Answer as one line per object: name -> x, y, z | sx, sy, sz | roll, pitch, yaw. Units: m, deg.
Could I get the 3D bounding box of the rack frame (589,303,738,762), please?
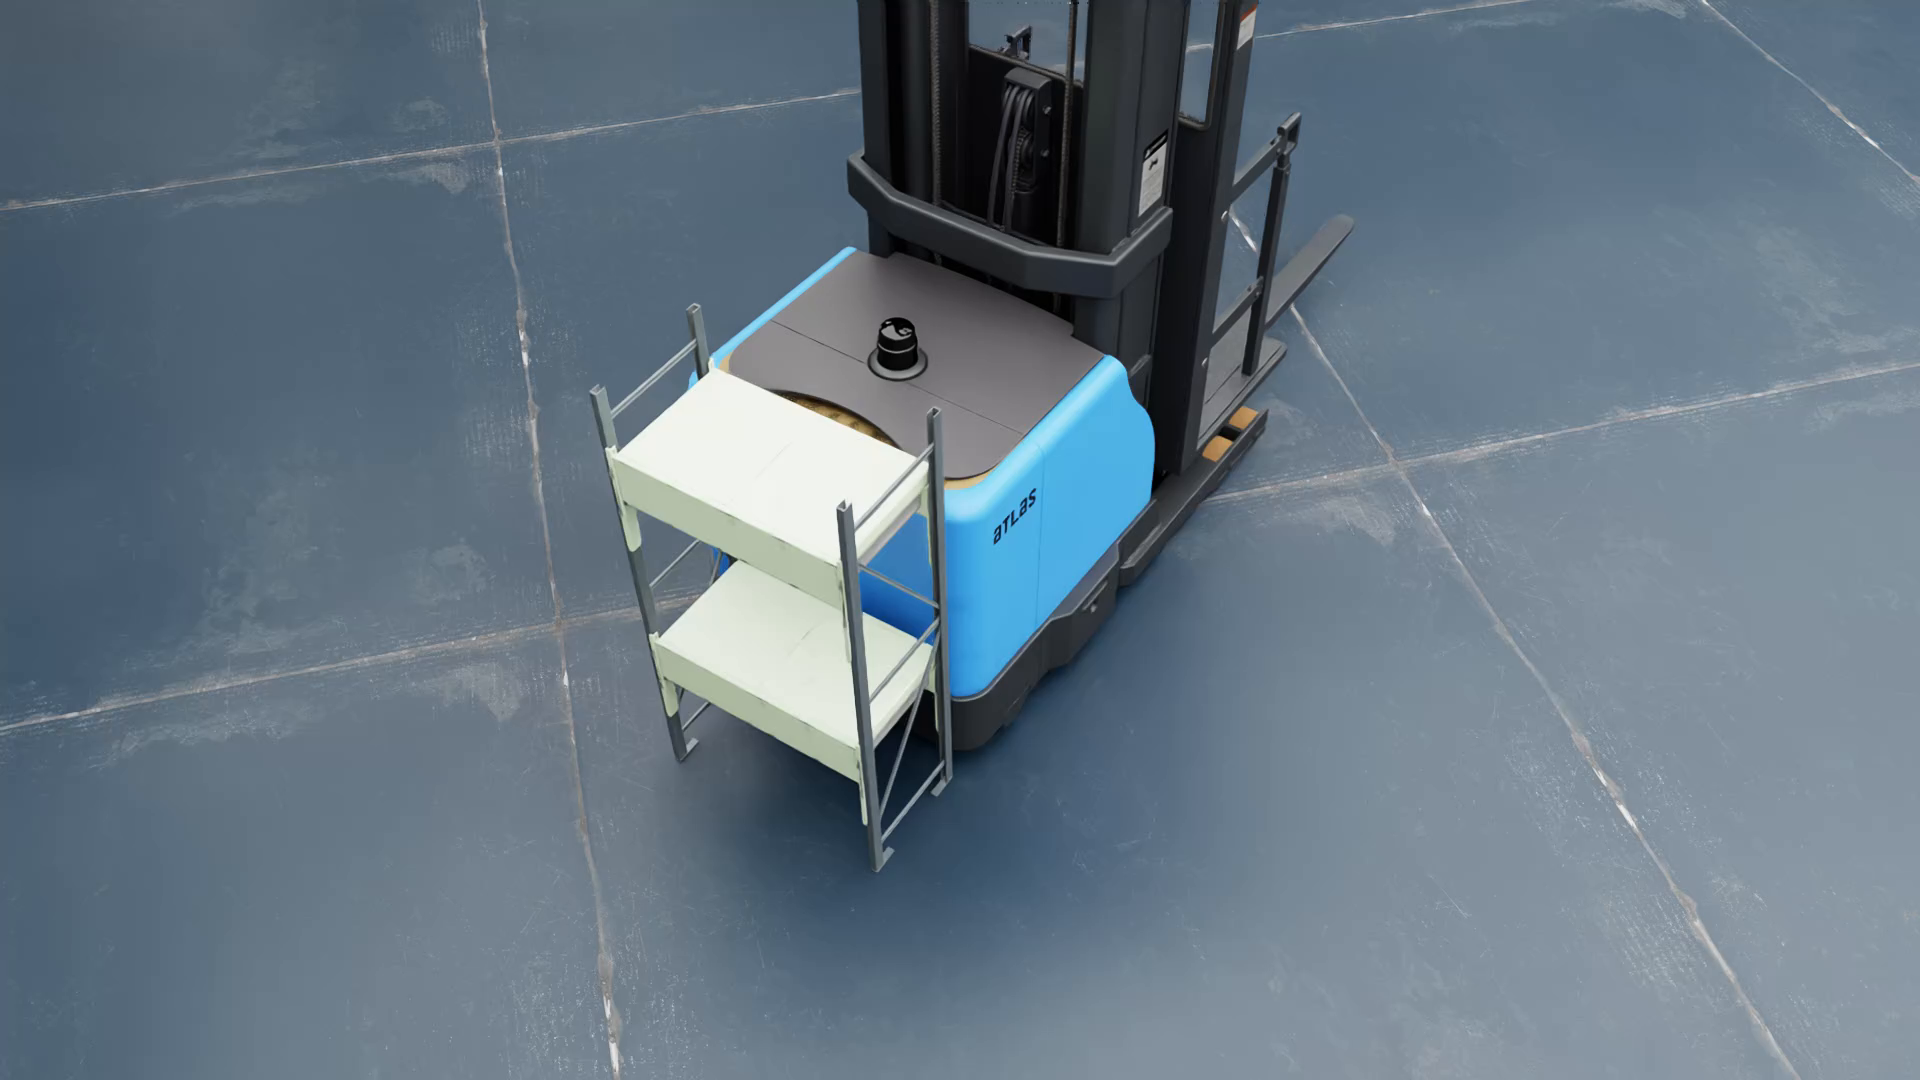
rack frame -> -0.764, 0.038, 4.654 | 0.023, 1.500, 0.400 | 25, 52, 22

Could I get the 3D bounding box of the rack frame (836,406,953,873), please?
rack frame -> -0.150, 0.323, 4.375 | 0.023, 1.500, 0.400 | 25, 52, 22

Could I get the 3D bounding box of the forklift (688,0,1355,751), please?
forklift -> 0.459, -1.411, 5.080 | 1.130, 2.935, 3.031 | 26, 51, 23

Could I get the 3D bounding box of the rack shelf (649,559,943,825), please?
rack shelf -> -0.453, 0.404, 4.752 | 0.720, 0.370, 0.431 | 25, 52, 22

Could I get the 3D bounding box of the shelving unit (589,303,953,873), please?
shelving unit -> -0.457, 0.180, 4.515 | 0.755, 1.500, 0.431 | 25, 52, 22

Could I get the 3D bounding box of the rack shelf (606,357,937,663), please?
rack shelf -> -0.463, -0.087, 4.230 | 0.720, 0.370, 0.431 | 25, 52, 22
